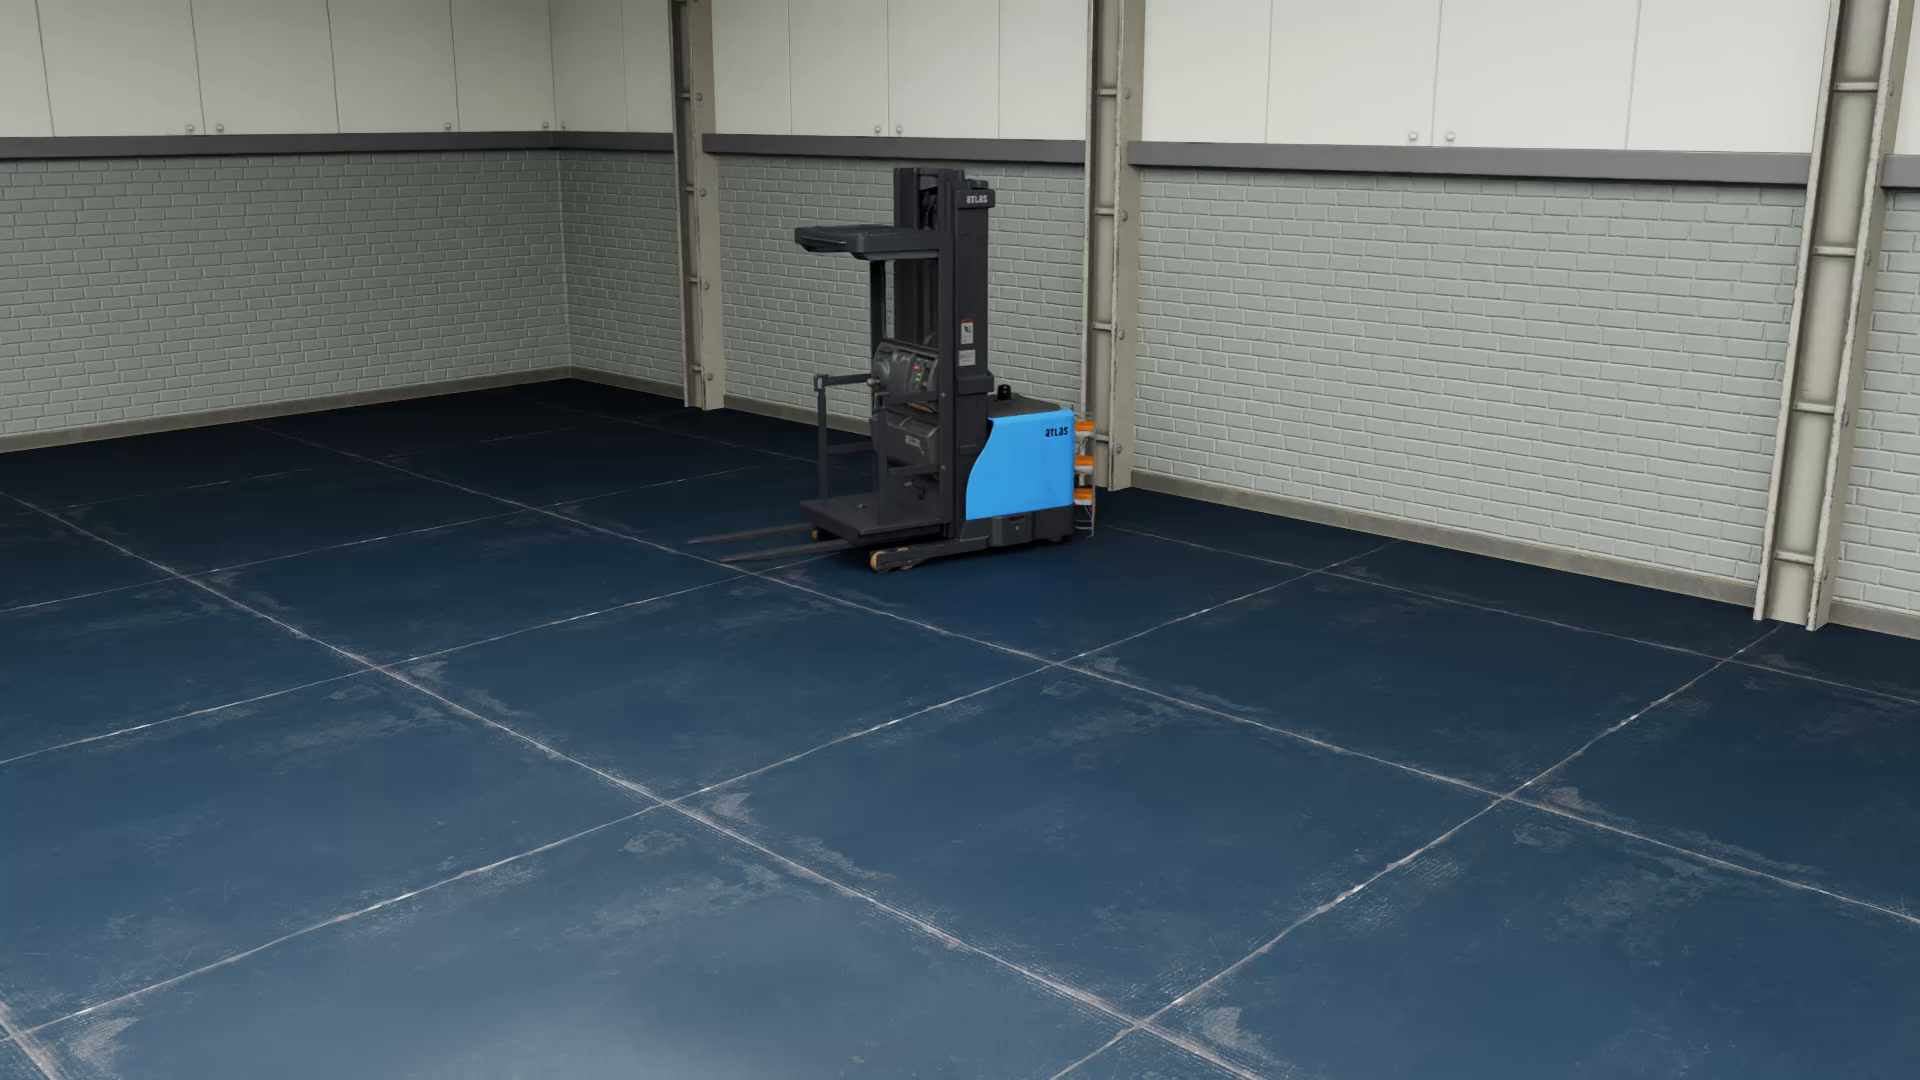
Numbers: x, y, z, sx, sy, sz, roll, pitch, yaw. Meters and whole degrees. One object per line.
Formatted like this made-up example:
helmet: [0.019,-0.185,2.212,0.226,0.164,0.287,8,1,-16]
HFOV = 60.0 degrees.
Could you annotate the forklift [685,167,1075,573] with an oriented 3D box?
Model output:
forklift: [-0.602,-1.321,12.687,3.031,2.935,1.130,-9,17,-30]

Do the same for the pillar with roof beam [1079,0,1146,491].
pillar with roof beam: [-1.641,-4.078,11.237,0.400,9.000,9.100,14,20,42]

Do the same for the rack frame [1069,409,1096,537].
rack frame: [0.986,-0.537,13.410,0.200,1.050,0.008,1,15,5]

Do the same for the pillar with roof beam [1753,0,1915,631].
pillar with roof beam: [2.679,-3.028,7.207,0.400,9.000,9.100,14,20,42]

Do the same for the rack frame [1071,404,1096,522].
rack frame: [1.007,-0.598,13.646,0.200,1.050,0.008,1,15,5]

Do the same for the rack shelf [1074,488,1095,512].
rack shelf: [0.996,-0.288,13.600,0.215,0.259,0.240,1,15,5]

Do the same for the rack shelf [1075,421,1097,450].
rack shelf: [0.996,-0.832,13.459,0.215,0.259,0.240,1,15,5]

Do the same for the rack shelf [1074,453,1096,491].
rack shelf: [0.996,-0.557,13.531,0.215,0.259,0.240,1,15,5]

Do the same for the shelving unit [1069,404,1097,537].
shelving unit: [0.996,-0.568,13.528,0.215,1.050,0.252,1,15,5]

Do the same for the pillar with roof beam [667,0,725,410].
pillar with roof beam: [-5.960,-5.128,15.267,0.400,9.000,9.100,14,20,42]
